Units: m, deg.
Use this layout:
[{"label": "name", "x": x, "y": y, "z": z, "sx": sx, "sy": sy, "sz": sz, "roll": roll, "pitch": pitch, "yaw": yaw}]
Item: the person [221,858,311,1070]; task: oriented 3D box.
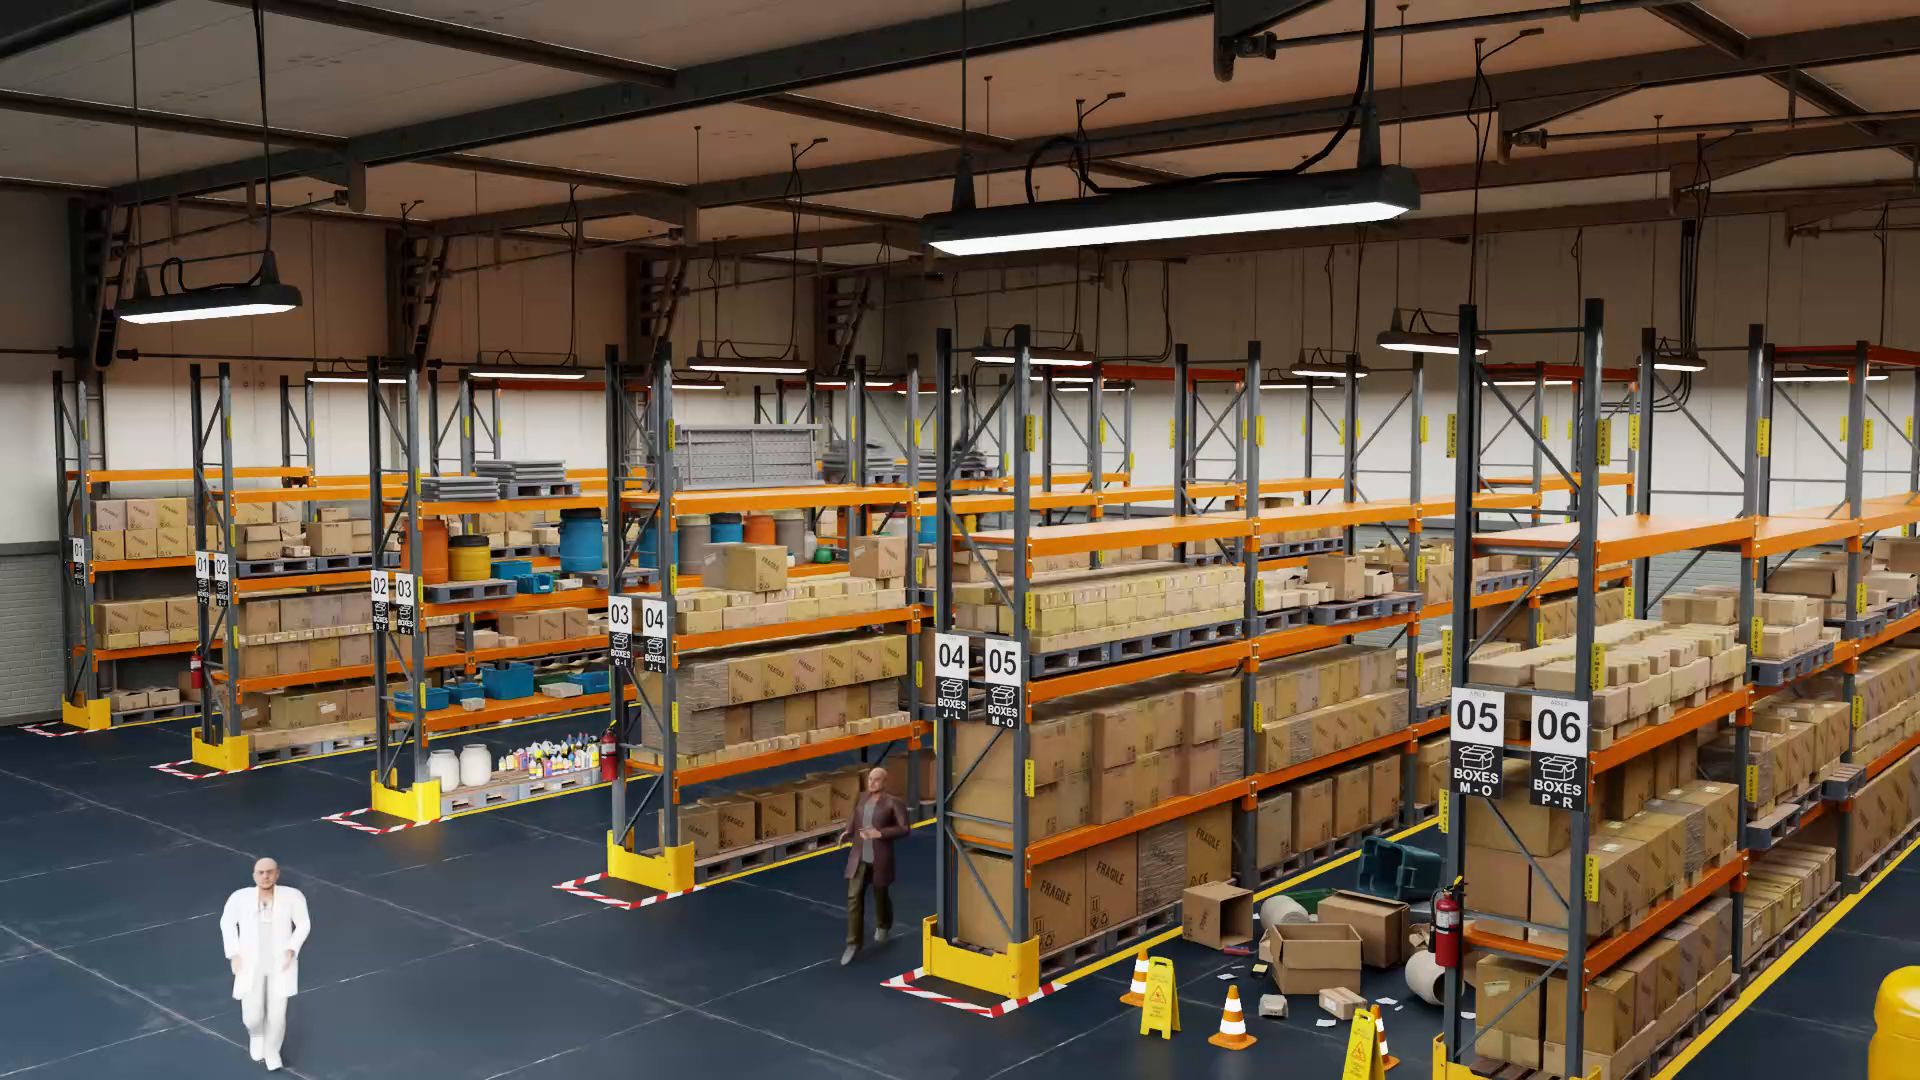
[{"label": "person", "x": -5.481, "y": 3.361, "z": 13.148, "sx": 0.660, "sy": 1.715, "sz": 0.650, "roll": -2, "pitch": 4, "yaw": -22}]

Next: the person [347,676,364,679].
[{"label": "person", "x": -10.379, "y": 2.312, "z": 28.554, "sx": 0.607, "sy": 1.636, "sz": 0.841, "roll": 3, "pitch": 5, "yaw": 34}]

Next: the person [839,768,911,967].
[{"label": "person", "x": -0.825, "y": 3.113, "z": 16.087, "sx": 0.748, "sy": 1.823, "sz": 0.948, "roll": 1, "pitch": 4, "yaw": 16}]

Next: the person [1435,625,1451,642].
[{"label": "person", "x": 7.908, "y": 2.276, "z": 27.173, "sx": 0.688, "sy": 1.777, "sz": 1.012, "roll": 4, "pitch": 5, "yaw": 41}]
